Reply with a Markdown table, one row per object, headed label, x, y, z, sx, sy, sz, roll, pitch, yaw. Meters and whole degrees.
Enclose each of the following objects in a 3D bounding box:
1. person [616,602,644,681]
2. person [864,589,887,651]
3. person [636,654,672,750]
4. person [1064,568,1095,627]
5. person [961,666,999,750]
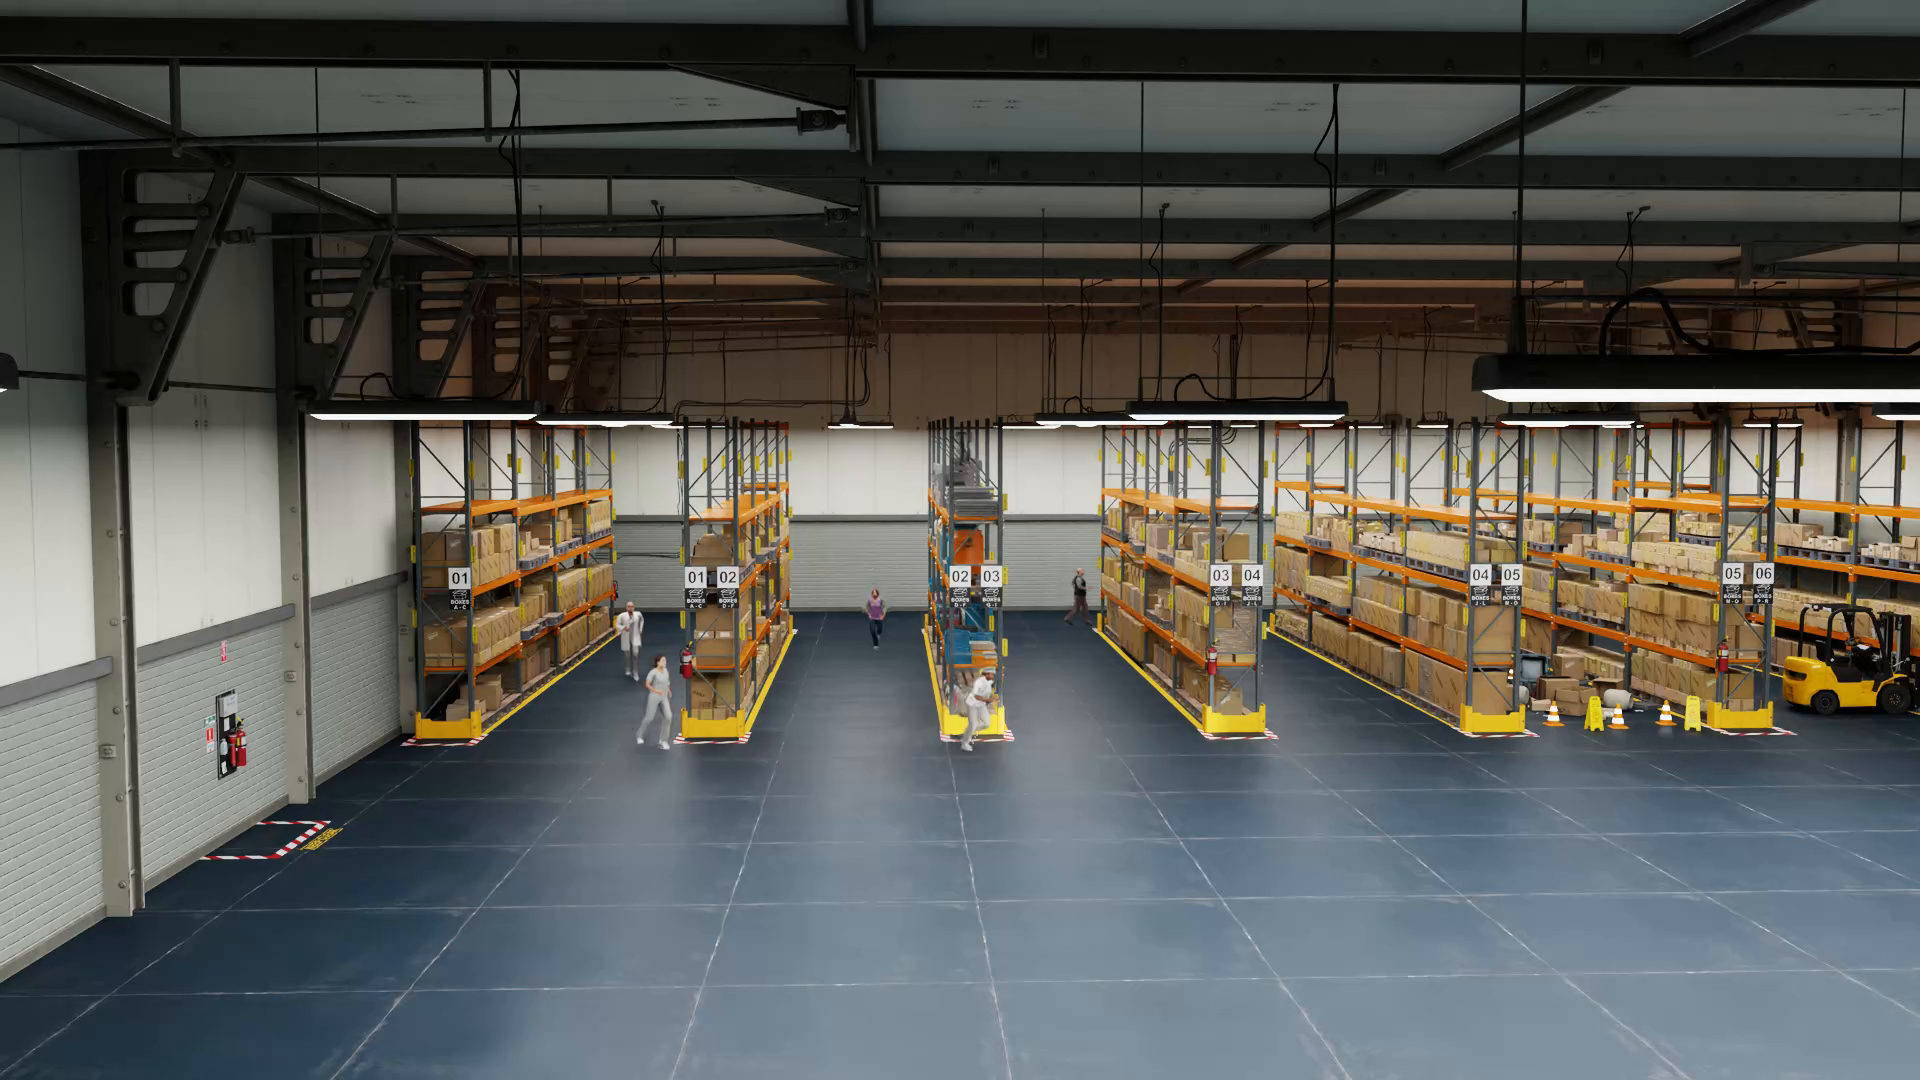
| label | x | y | z | sx | sy | sz | roll | pitch | yaw |
| --- | --- | --- | --- | --- | --- | --- | --- | --- | --- |
| person | -7.628 | 2.334 | 38.451 | 0.640 | 1.835 | 0.908 | -1 | 4 | -13 |
| person | -2.146 | 2.016 | 42.252 | 0.578 | 1.560 | 0.546 | 0 | 4 | -2 |
| person | -5.478 | 2.919 | 30.239 | 0.781 | 1.692 | 0.652 | 3 | 5 | 42 |
| person | 3.497 | 1.676 | 48.565 | 0.909 | 1.744 | 0.664 | 1 | 4 | 9 |
| person | 0.404 | 3.009 | 29.920 | 0.807 | 1.540 | 0.588 | 3 | 5 | 36 |
